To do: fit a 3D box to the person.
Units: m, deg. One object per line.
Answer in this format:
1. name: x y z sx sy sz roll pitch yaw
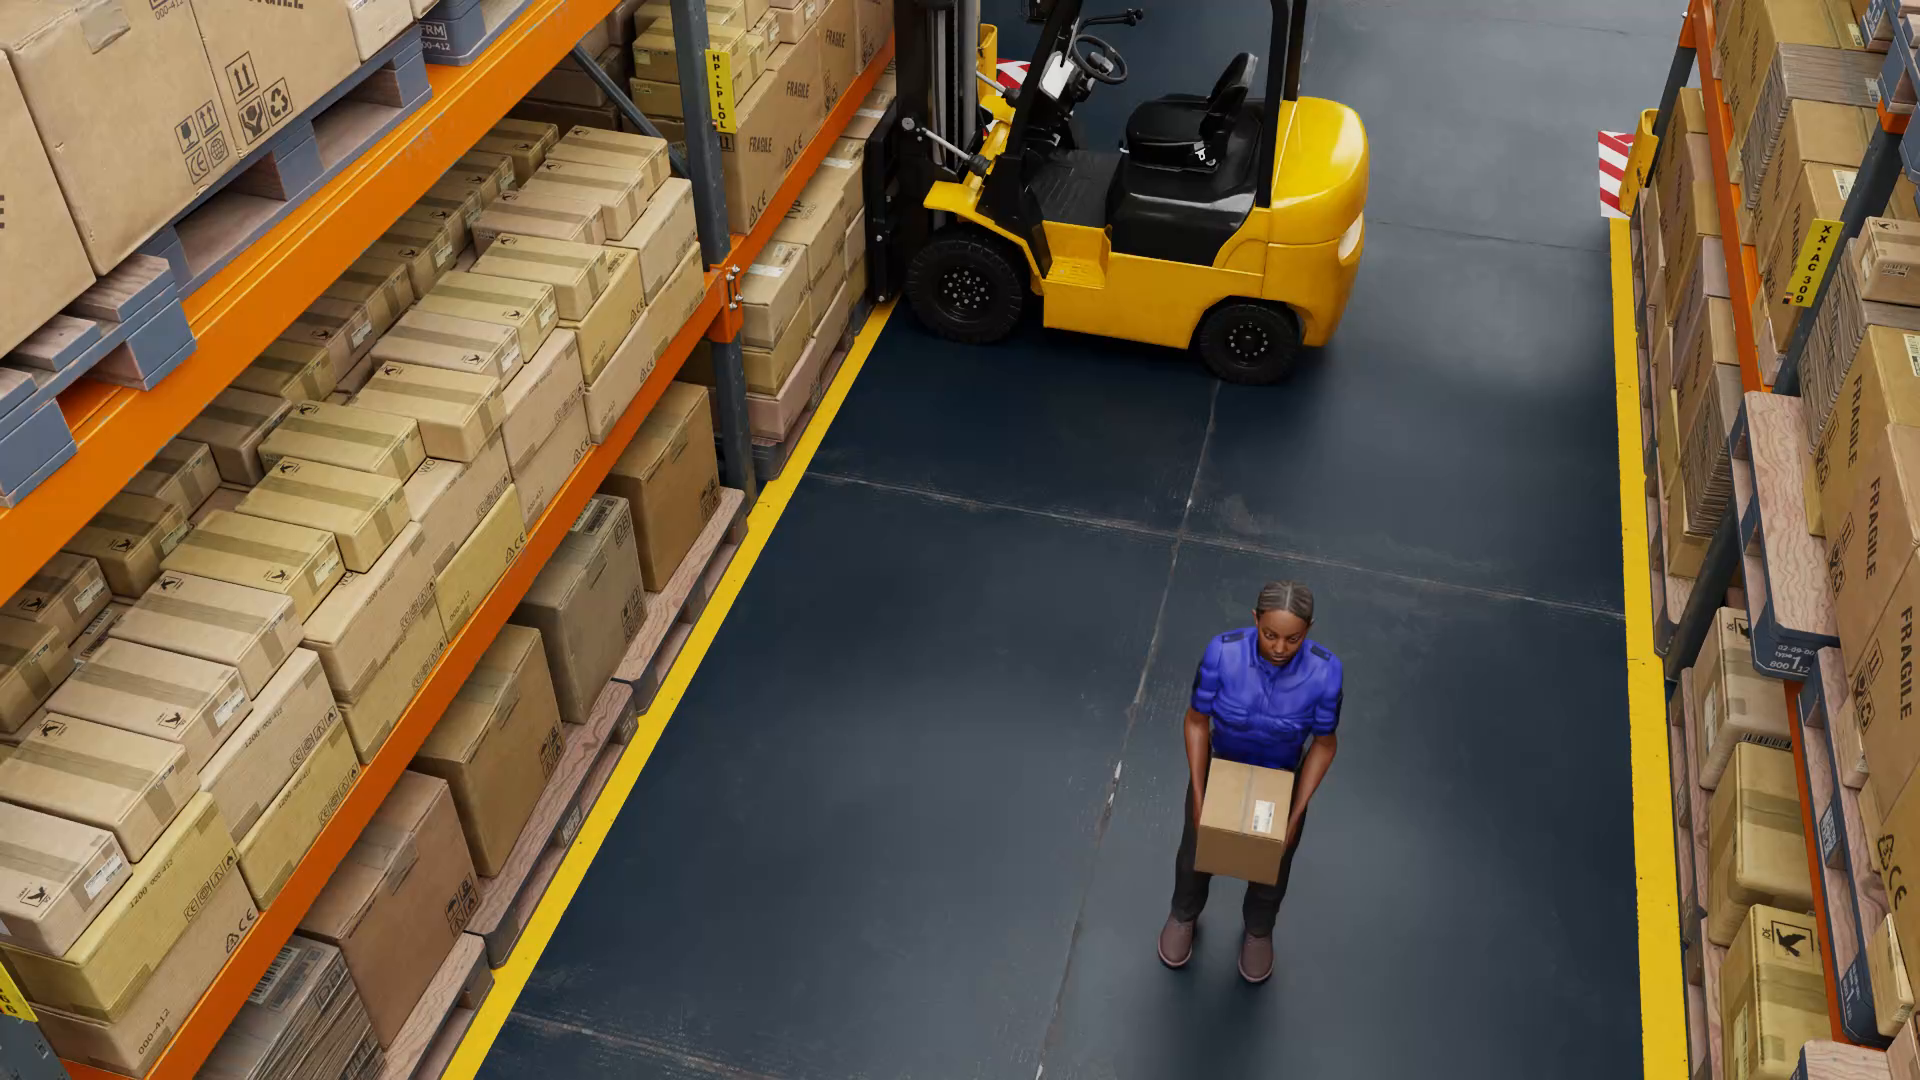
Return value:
1. person: 0.908 0.814 5.231 0.472 1.660 0.466 10 42 11
